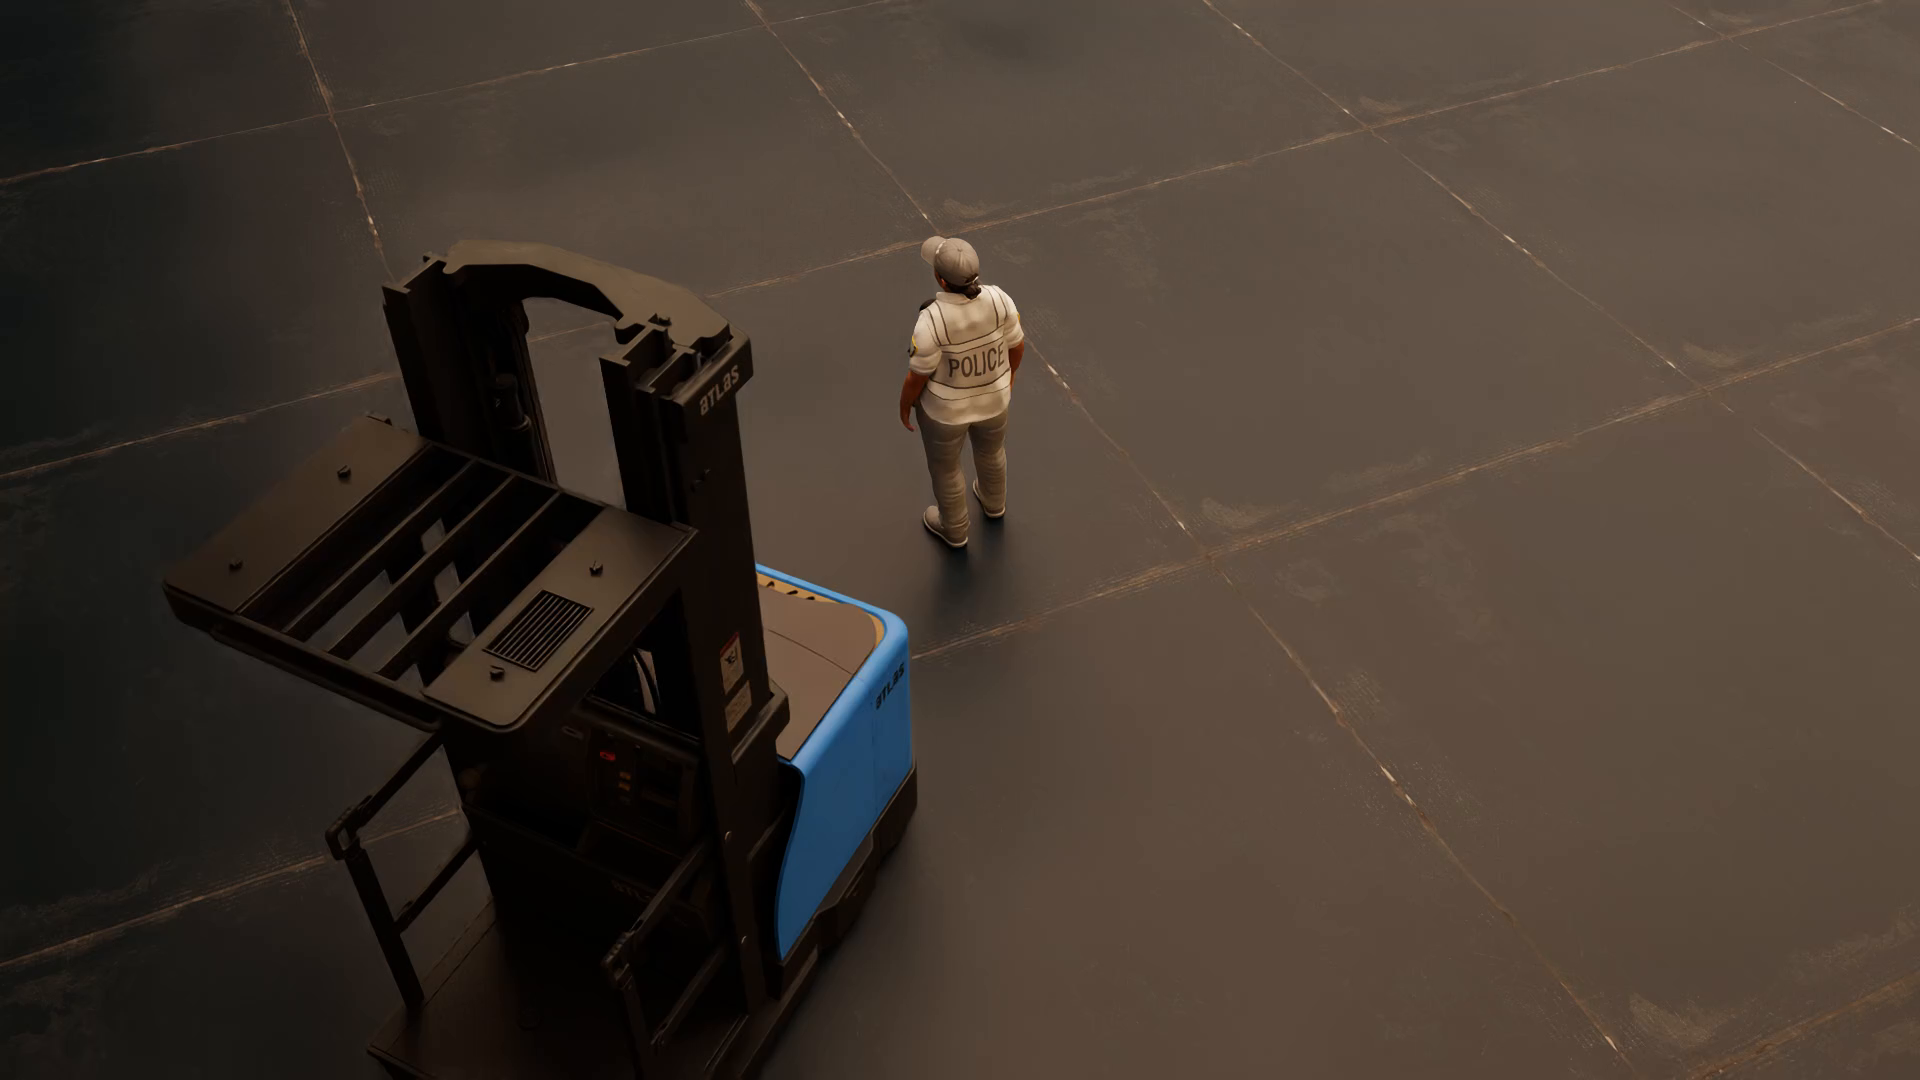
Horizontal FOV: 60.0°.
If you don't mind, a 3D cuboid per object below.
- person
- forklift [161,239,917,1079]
[{"bbox_3d":[-0.011,-0.668,7.313,0.598,1.670,0.529,-18,46,-18],"label":"person"},{"bbox_3d":[-1.282,0.745,4.882,1.130,2.935,3.031,19,46,19],"label":"forklift"}]
